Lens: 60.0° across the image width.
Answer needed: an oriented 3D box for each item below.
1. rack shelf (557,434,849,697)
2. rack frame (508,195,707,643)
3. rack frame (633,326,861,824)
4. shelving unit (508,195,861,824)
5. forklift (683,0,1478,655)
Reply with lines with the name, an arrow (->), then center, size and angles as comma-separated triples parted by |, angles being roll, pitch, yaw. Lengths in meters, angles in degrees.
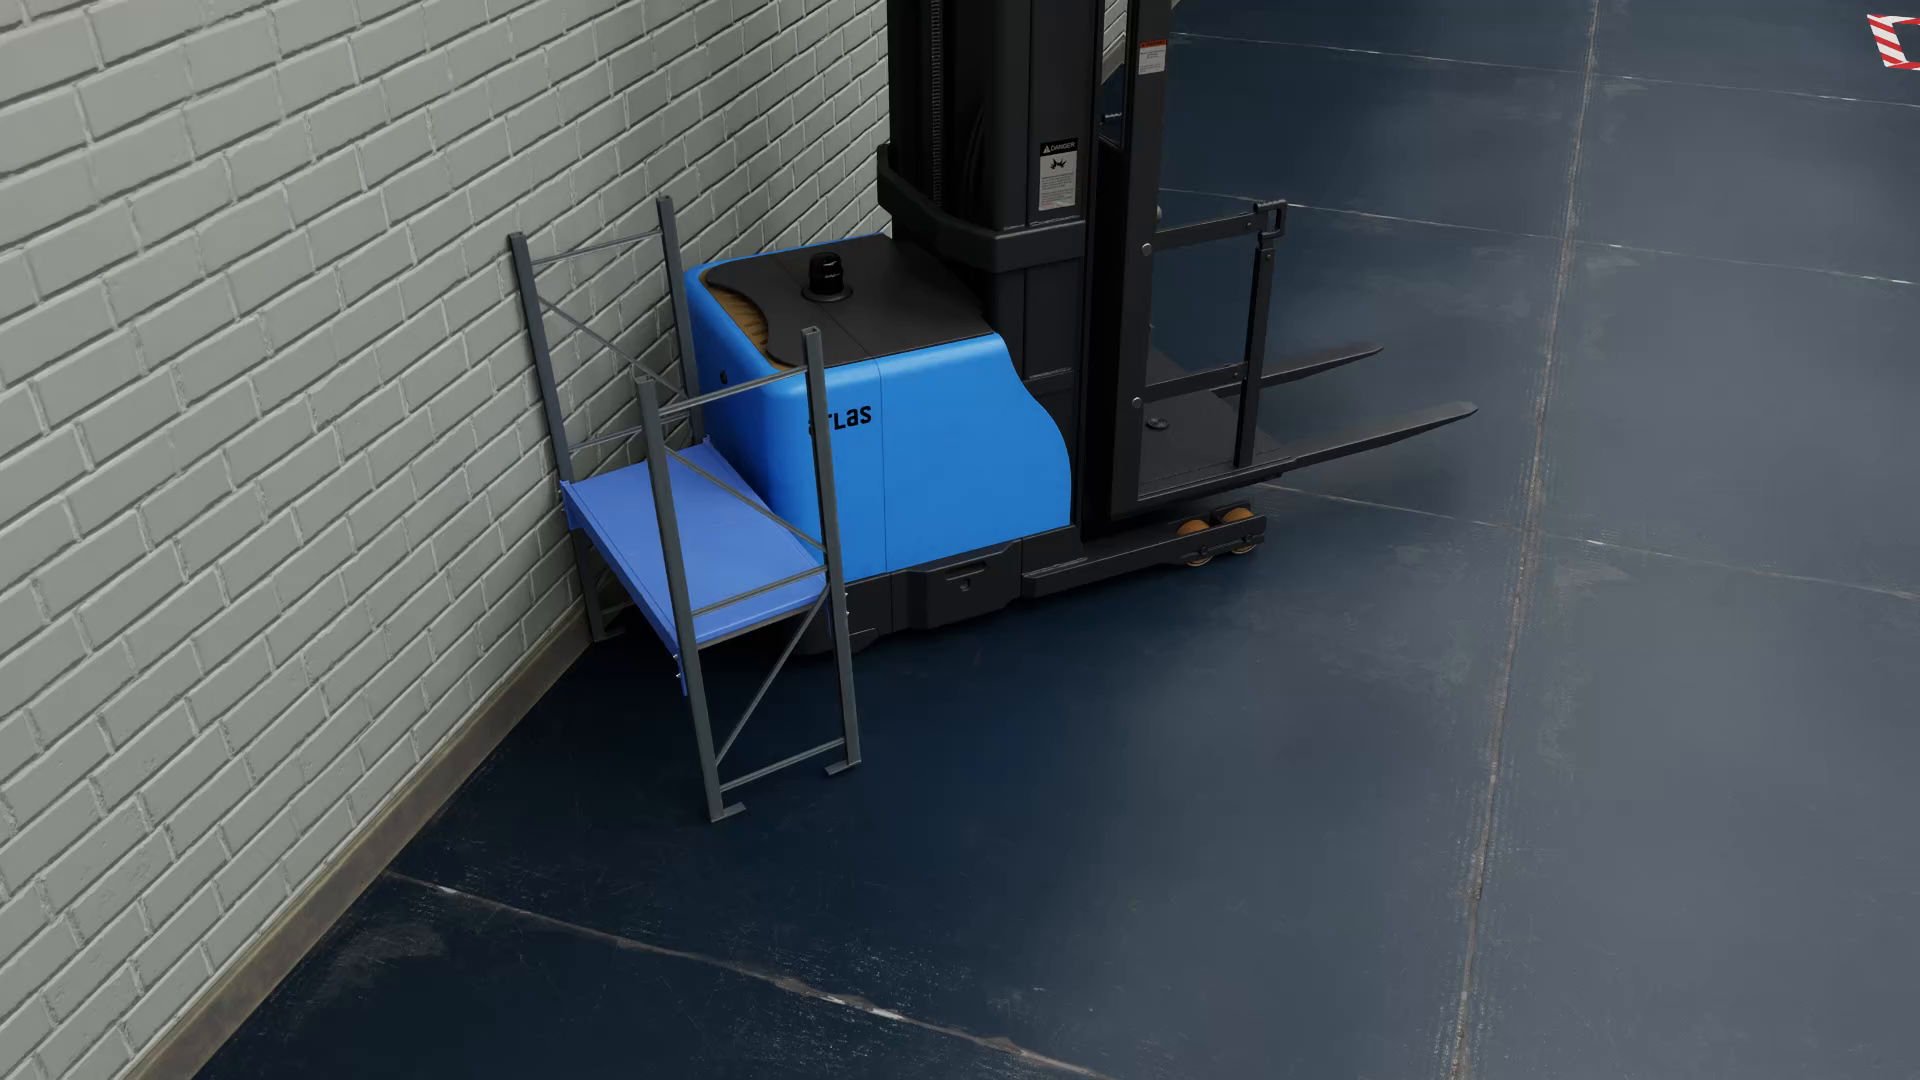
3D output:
rack shelf -> -0.804, 0.047, 5.090 | 0.538, 0.185, 1.000 | -20, 39, -23
rack frame -> -1.064, -0.346, 5.353 | 0.500, 1.500, 0.032 | -20, 39, -23
rack frame -> -0.556, 0.145, 4.621 | 0.500, 1.500, 0.032 | -20, 39, -23
shelving unit -> -0.810, -0.101, 4.987 | 0.538, 1.500, 1.048 | -20, 39, -23
forklift -> 0.568, -1.379, 5.683 | 3.031, 2.935, 1.130 | -15, 36, -21
